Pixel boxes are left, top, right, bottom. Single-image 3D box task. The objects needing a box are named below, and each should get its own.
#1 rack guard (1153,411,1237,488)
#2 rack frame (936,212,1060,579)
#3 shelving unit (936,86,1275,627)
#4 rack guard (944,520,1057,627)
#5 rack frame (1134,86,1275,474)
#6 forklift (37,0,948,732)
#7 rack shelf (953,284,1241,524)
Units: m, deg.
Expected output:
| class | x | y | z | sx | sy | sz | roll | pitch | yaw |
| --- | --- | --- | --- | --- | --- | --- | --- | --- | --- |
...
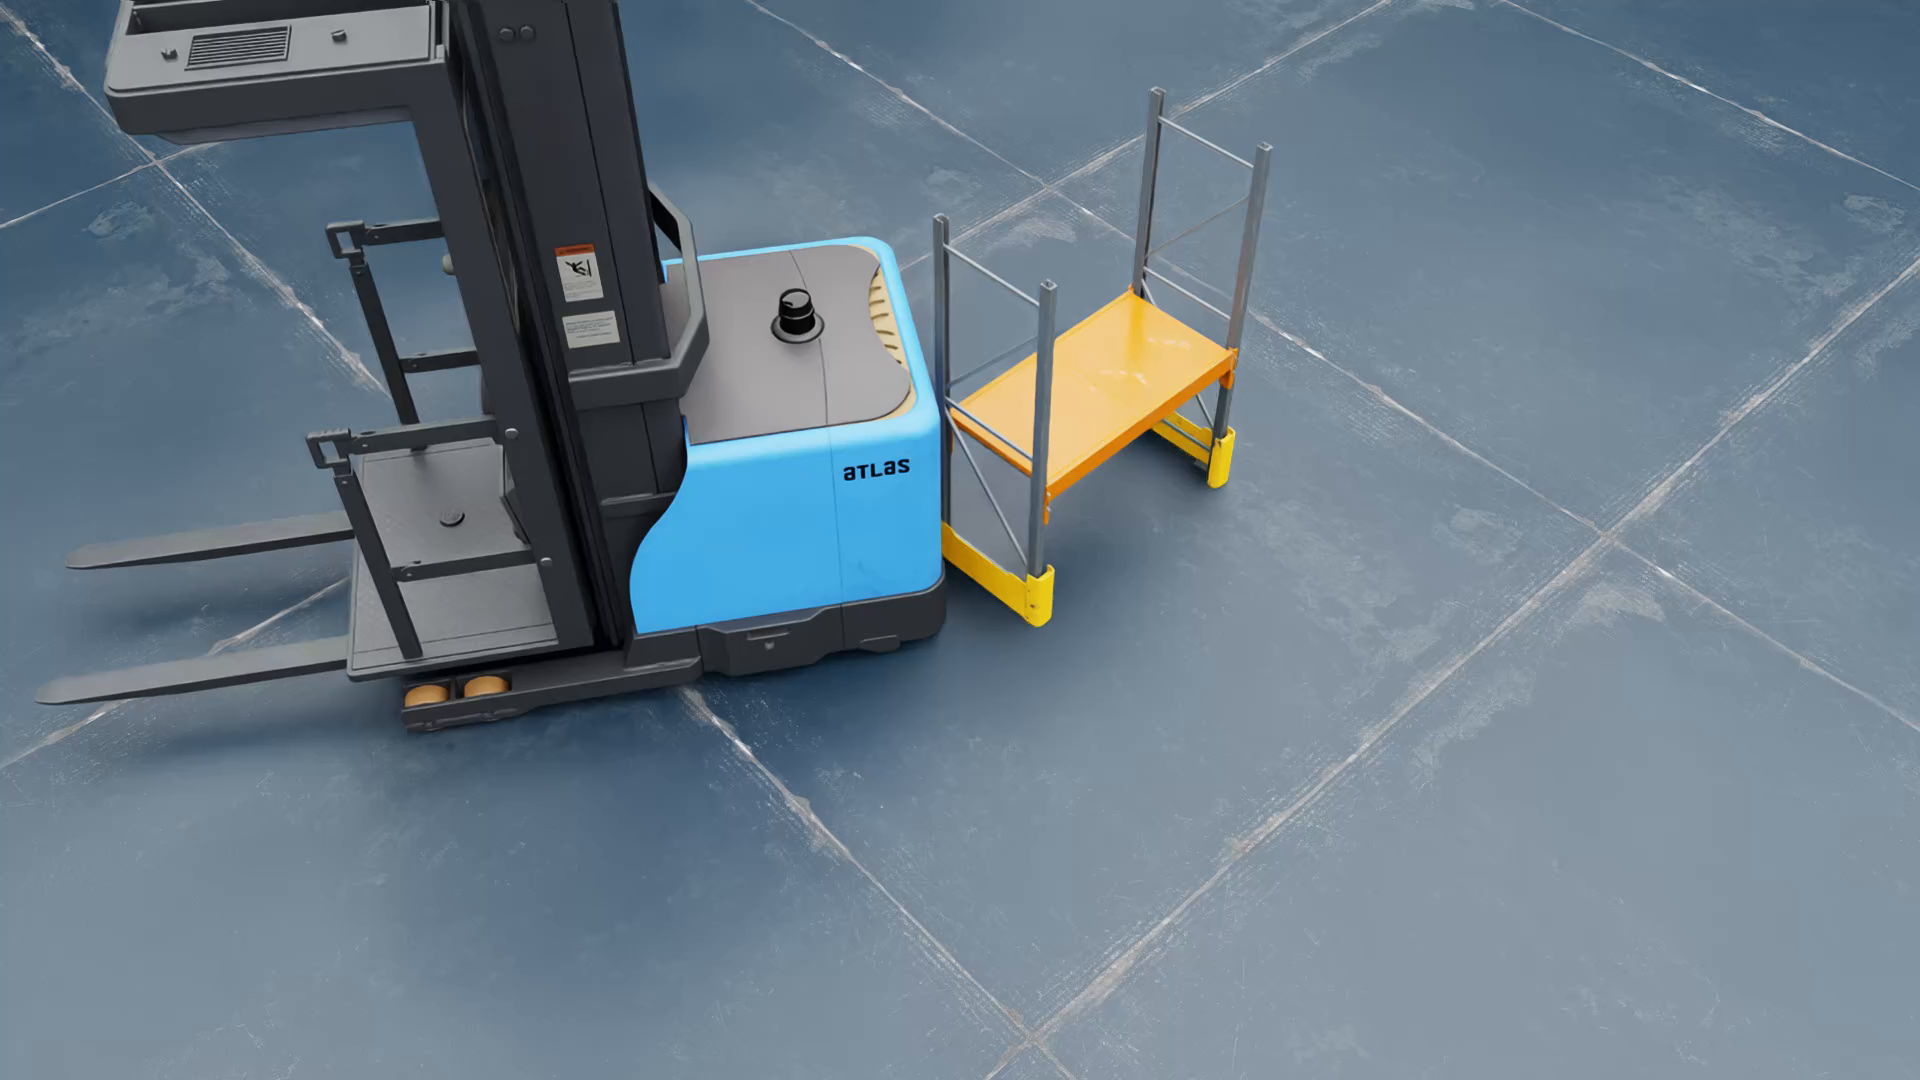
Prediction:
| class | x | y | z | sx | sy | sz | roll | pitch | yaw |
| --- | --- | --- | --- | --- | --- | --- | --- | --- | --- |
| rack guard | 0.822 | -0.456 | 6.500 | 0.087 | 0.250 | 0.587 | -36 | 57 | -28 |
| rack frame | 0.110 | -0.366 | 5.568 | 0.032 | 1.500 | 0.500 | -36 | 57 | -28 |
| shelving unit | 0.467 | -0.623 | 5.805 | 1.083 | 1.500 | 0.587 | -36 | 57 | -28 |
| rack guard | 0.111 | 0.057 | 6.027 | 0.087 | 0.250 | 0.587 | -36 | 57 | -28 |
| rack frame | 0.836 | -0.889 | 6.050 | 0.032 | 1.500 | 0.500 | -36 | 57 | -28 |
| forklift | -1.611 | -0.773 | 4.969 | 3.031 | 2.935 | 1.130 | -8 | 48 | -8 |
| rack shelf | 0.473 | -0.506 | 5.941 | 1.000 | 0.185 | 0.538 | -36 | 57 | -28 |
